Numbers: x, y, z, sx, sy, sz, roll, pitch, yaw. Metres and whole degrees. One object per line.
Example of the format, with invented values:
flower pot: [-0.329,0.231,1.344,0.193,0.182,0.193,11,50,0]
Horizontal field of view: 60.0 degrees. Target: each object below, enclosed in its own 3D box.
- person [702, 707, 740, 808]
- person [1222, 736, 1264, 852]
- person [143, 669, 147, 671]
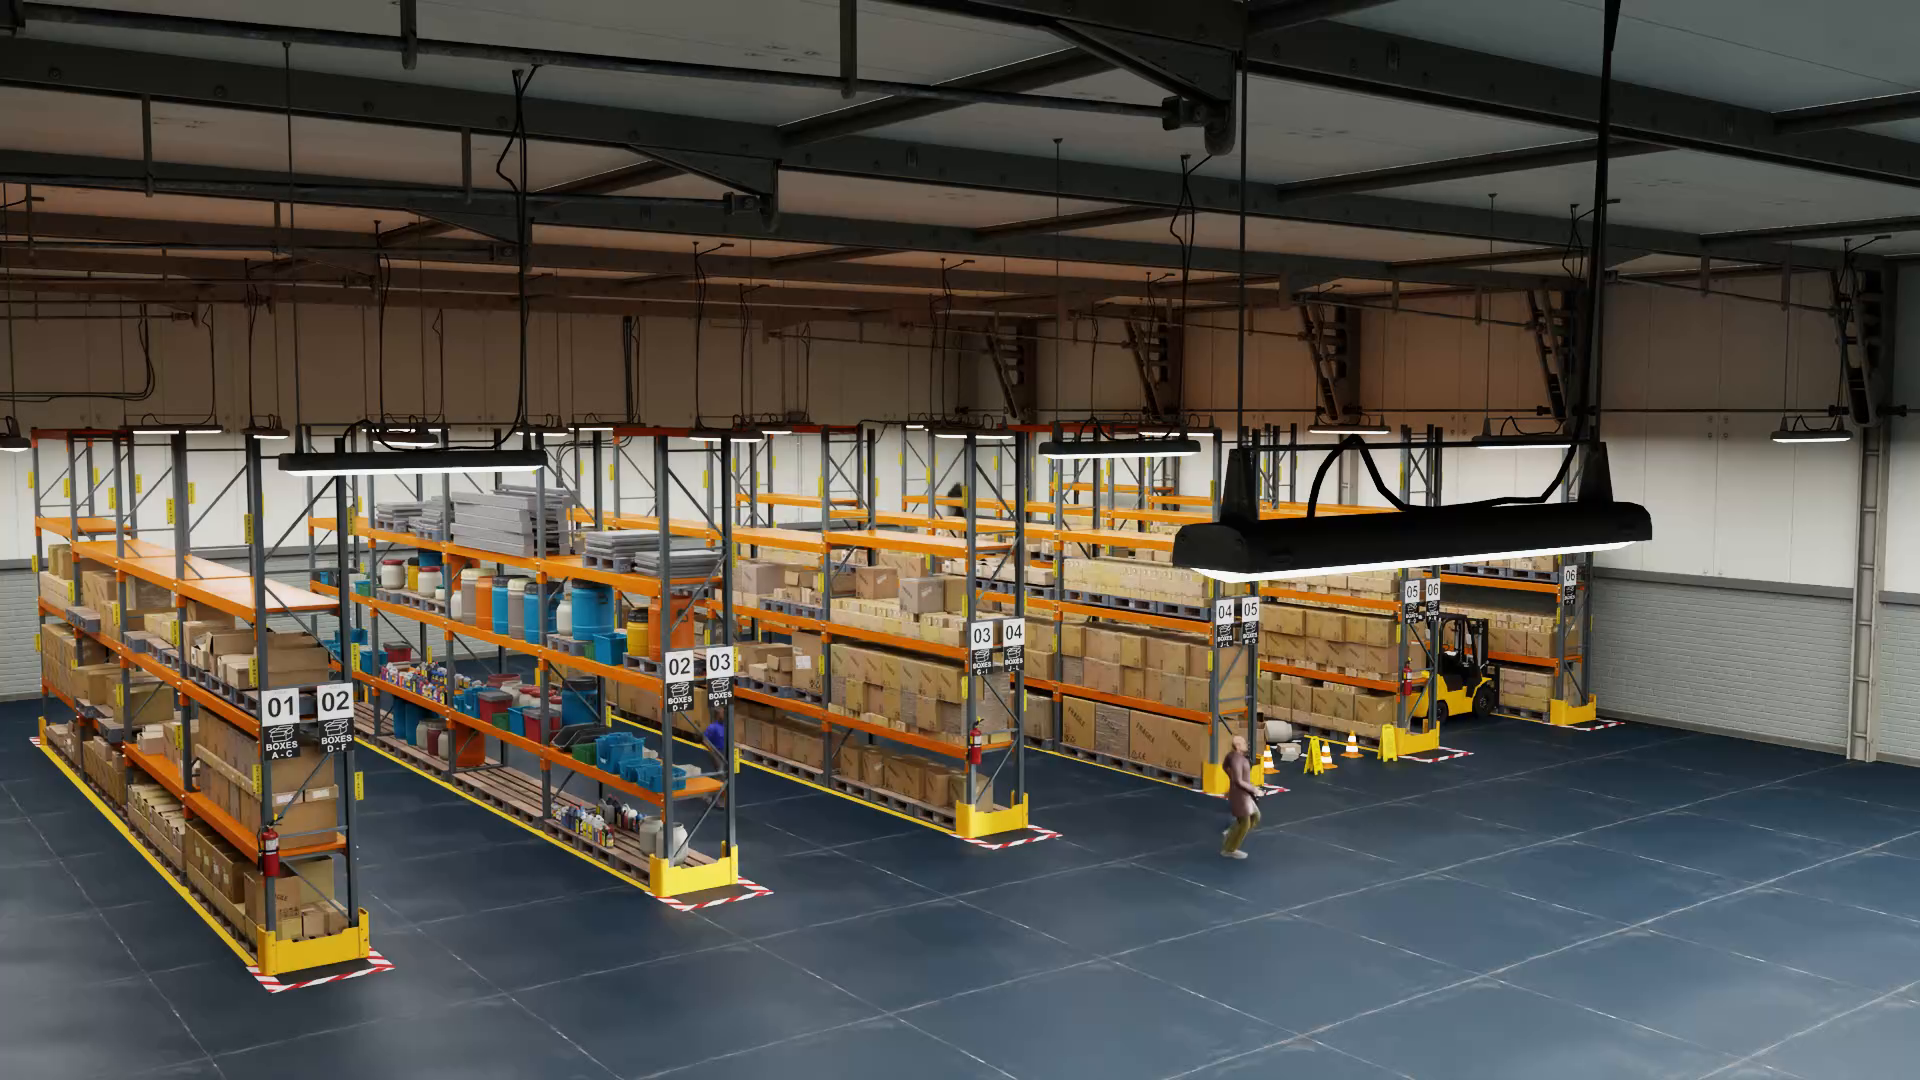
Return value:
person: [-3.776,3.451,26.404,0.524,1.610,0.550,3,5,31]
person: [3.996,3.626,23.500,0.561,1.590,0.721,0,4,6]
person: [-16.208,2.970,33.123,0.513,1.571,0.690,0,4,-4]
